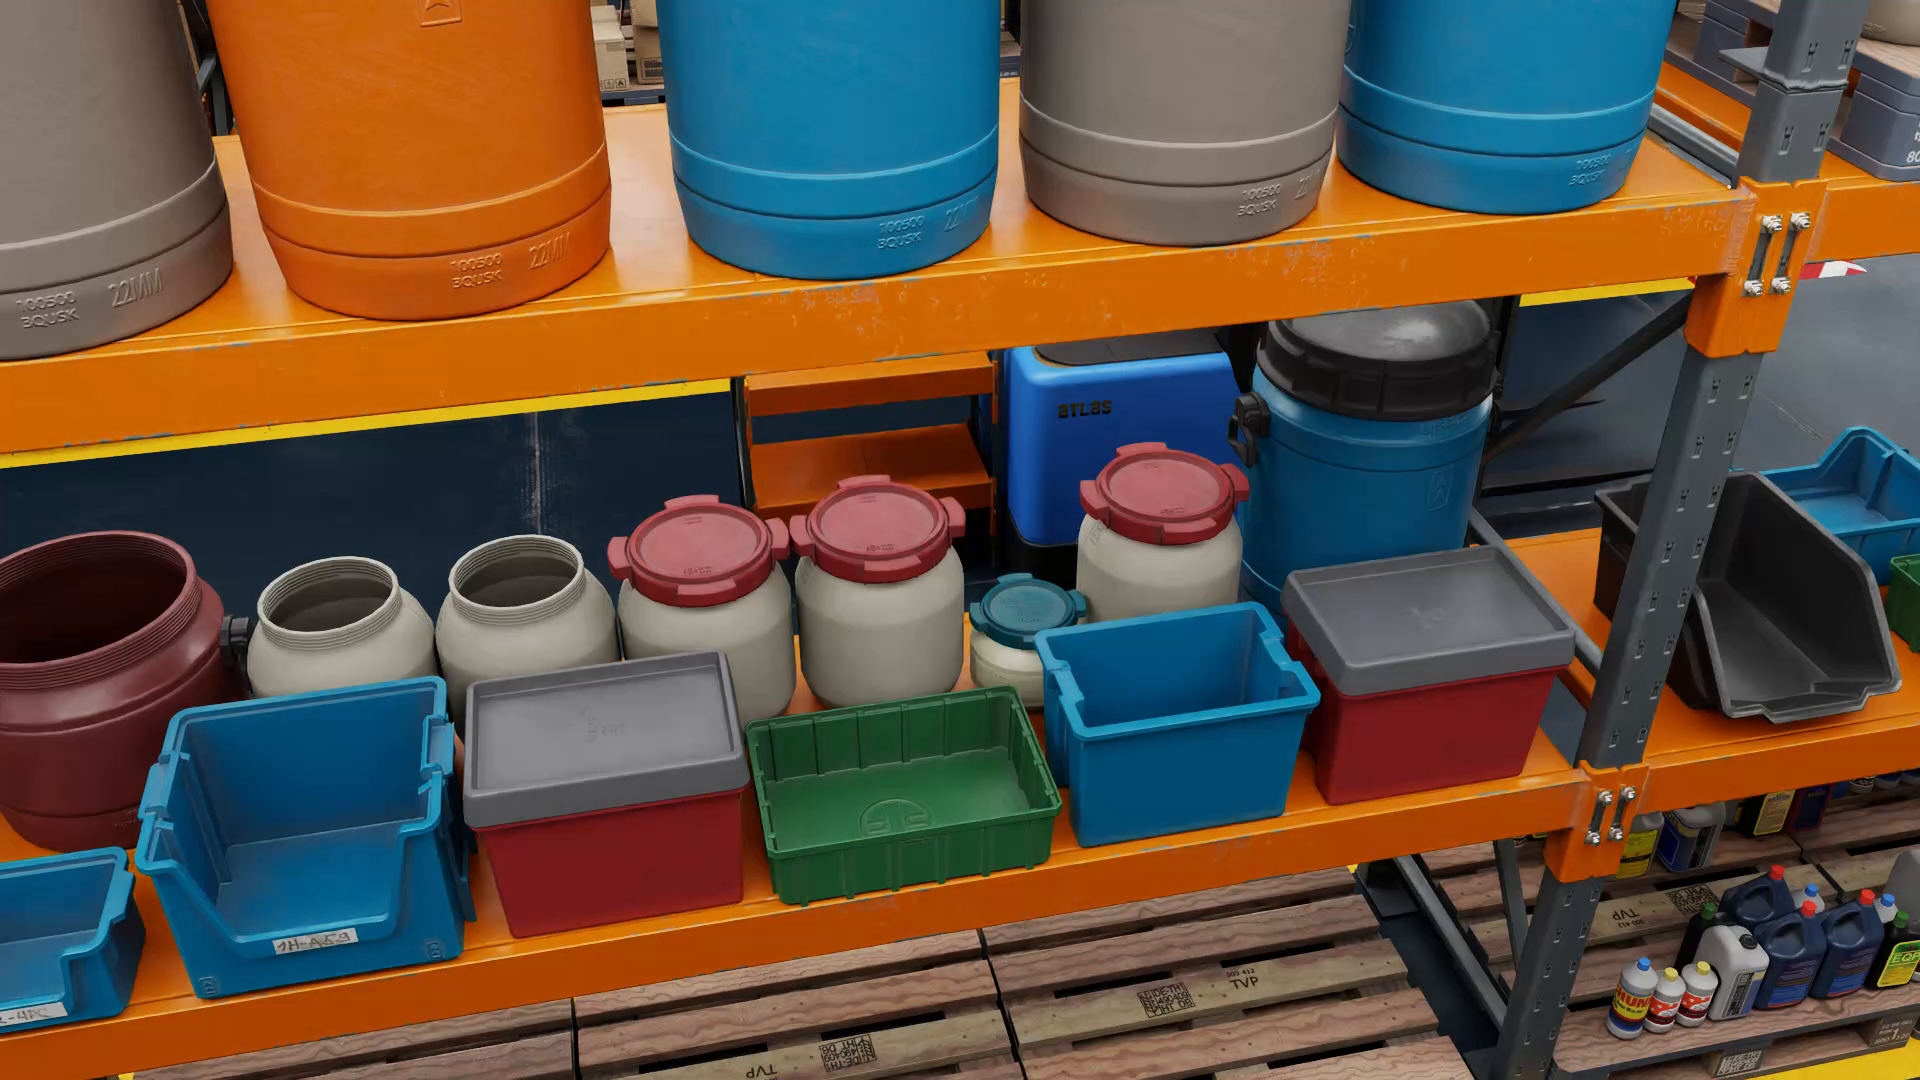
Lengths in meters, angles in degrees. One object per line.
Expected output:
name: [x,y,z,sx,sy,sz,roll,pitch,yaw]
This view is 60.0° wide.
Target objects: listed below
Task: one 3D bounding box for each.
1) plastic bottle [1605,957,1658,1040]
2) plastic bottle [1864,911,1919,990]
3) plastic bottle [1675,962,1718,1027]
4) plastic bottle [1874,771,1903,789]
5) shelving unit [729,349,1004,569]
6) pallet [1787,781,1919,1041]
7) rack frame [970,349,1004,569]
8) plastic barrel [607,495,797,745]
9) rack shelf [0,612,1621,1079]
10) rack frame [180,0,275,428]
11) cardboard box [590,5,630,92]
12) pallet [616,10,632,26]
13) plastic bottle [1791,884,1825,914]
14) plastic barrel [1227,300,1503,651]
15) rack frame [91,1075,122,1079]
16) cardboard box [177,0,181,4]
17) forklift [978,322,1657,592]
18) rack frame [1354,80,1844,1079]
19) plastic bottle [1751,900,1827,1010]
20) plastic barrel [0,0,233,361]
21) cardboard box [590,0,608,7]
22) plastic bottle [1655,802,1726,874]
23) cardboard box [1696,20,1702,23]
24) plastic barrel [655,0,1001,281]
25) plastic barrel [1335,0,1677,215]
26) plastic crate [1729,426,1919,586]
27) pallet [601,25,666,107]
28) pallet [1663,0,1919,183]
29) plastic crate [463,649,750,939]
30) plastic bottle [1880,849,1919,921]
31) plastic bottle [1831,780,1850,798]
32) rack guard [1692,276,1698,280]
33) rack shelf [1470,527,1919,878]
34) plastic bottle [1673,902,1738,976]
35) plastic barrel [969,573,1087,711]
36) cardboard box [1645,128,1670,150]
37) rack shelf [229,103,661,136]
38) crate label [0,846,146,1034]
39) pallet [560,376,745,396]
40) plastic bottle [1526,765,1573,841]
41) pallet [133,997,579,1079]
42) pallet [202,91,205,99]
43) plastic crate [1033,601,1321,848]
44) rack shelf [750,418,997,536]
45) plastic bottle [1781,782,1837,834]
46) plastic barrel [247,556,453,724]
plastic bottle: [1.904,1.284,4.699,0.097,0.271,0.097,0,34,0]
plastic bottle: [2.730,1.185,4.835,0.133,0.283,0.061,-6,34,-8]
plastic bottle: [2.102,1.288,4.756,0.097,0.201,0.097,0,34,0]
plastic bottle: [3.129,0.701,5.567,0.097,0.271,0.097,0,34,0]
shelving unit: [-0.390,-0.422,6.869,1.048,1.125,0.538,-7,34,-10]
pallet: [3.353,1.080,5.451,1.213,0.211,1.003,-7,35,-11]
rack frame: [0.108,-0.480,6.955,0.032,1.125,0.500,-7,34,-10]
plastic barrel: [-0.623,0.220,4.109,0.433,0.535,0.433,0,34,0]
rack shelf: [-0.454,0.679,4.192,4.000,0.370,1.077,-7,35,-11]
rack frame: [-3.498,-2.066,7.637,0.127,3.000,1.000,-7,35,-11]
cardboard box: [-1.812,-2.259,7.682,0.500,0.250,0.500,-8,35,-12]
pallet: [-2.520,-3.820,12.753,1.213,0.211,1.003,-7,35,-11]
plastic bottle: [2.490,1.127,4.932,0.097,0.271,0.097,0,34,0]
plastic barrel: [1.053,-0.191,4.393,0.708,0.901,0.600,-7,35,-11]
rack frame: [-2.406,0.624,3.628,0.053,2.616,0.949,-7,35,-11]
cardboard box: [-5.593,-3.927,11.604,0.500,0.250,0.500,-7,34,-10]
forklift: [1.631,-1.378,6.673,3.031,2.935,1.130,-7,34,-10]
rack frame: [1.497,0.134,4.358,0.127,3.000,1.000,-7,35,-11]
plastic bottle: [2.375,1.178,4.785,0.185,0.351,0.144,-6,34,-9]
plastic barrel: [-1.556,-0.811,2.624,0.600,0.901,0.600,0,34,0]
cardboard box: [-3.027,-4.150,12.384,0.750,0.750,1.050,-7,34,-10]
plastic bottle: [2.306,0.901,5.266,0.135,0.276,0.152,-7,35,-11]
cardboard box: [3.829,-2.767,8.907,0.250,0.149,0.380,-7,35,-11]
plastic barrel: [-0.227,-0.978,2.874,0.708,0.901,0.600,-7,35,-11]
plastic barrel: [1.048,-1.139,3.113,0.708,0.901,0.600,-7,35,-11]
plastic crate: [2.516,-0.088,4.822,0.616,0.251,0.499,-7,35,-11]
pallet: [-1.576,-2.252,8.086,1.213,0.211,1.003,-7,35,-11]
pallet: [2.179,-1.175,3.786,1.003,0.211,1.213,-7,35,-11]
plastic crate: [-0.761,0.567,3.656,0.583,0.464,0.402,-7,35,-11]
plastic bottle: [2.917,1.056,5.034,0.135,0.276,0.152,-7,35,-11]
plastic bottle: [2.931,0.726,5.530,0.097,0.271,0.097,0,34,0]
rack guard: [4.231,-2.002,9.785,0.348,0.500,1.175,-7,35,-11]
rack shelf: [3.447,0.187,4.925,4.000,0.370,1.077,-7,35,-11]
plastic bottle: [2.189,1.166,4.863,0.133,0.283,0.061,-7,35,-11]
plastic barrel: [0.172,0.271,4.278,0.301,0.262,0.301,0,34,0]
cardboard box: [3.693,-2.118,9.581,0.500,0.500,0.500,-1,34,-2]
rack shelf: [-1.547,-2.013,8.203,4.000,0.370,1.077,-7,35,-11]
crate label: [-1.911,0.847,3.445,0.416,0.233,0.303,-7,35,-11]
pallet: [-1.547,-1.151,8.776,1.213,0.211,1.003,-7,35,-11]
plastic bottle: [1.893,0.841,5.348,0.133,0.283,0.061,-6,34,-8]
pallet: [-1.641,1.710,4.513,1.213,0.211,1.003,-7,35,-11]
pallet: [-5.256,-3.521,12.307,1.213,0.211,1.003,-7,35,-11]
plastic crate: [0.489,0.446,3.908,0.575,0.384,0.392,-7,35,-11]
rack shelf: [-0.390,-0.219,7.006,1.000,0.278,0.538,-7,34,-10]
plastic bottle: [2.747,0.820,5.378,0.133,0.283,0.061,-7,35,-11]
plastic barrel: [-1.449,0.337,3.955,0.421,0.512,0.421,0,34,0]
